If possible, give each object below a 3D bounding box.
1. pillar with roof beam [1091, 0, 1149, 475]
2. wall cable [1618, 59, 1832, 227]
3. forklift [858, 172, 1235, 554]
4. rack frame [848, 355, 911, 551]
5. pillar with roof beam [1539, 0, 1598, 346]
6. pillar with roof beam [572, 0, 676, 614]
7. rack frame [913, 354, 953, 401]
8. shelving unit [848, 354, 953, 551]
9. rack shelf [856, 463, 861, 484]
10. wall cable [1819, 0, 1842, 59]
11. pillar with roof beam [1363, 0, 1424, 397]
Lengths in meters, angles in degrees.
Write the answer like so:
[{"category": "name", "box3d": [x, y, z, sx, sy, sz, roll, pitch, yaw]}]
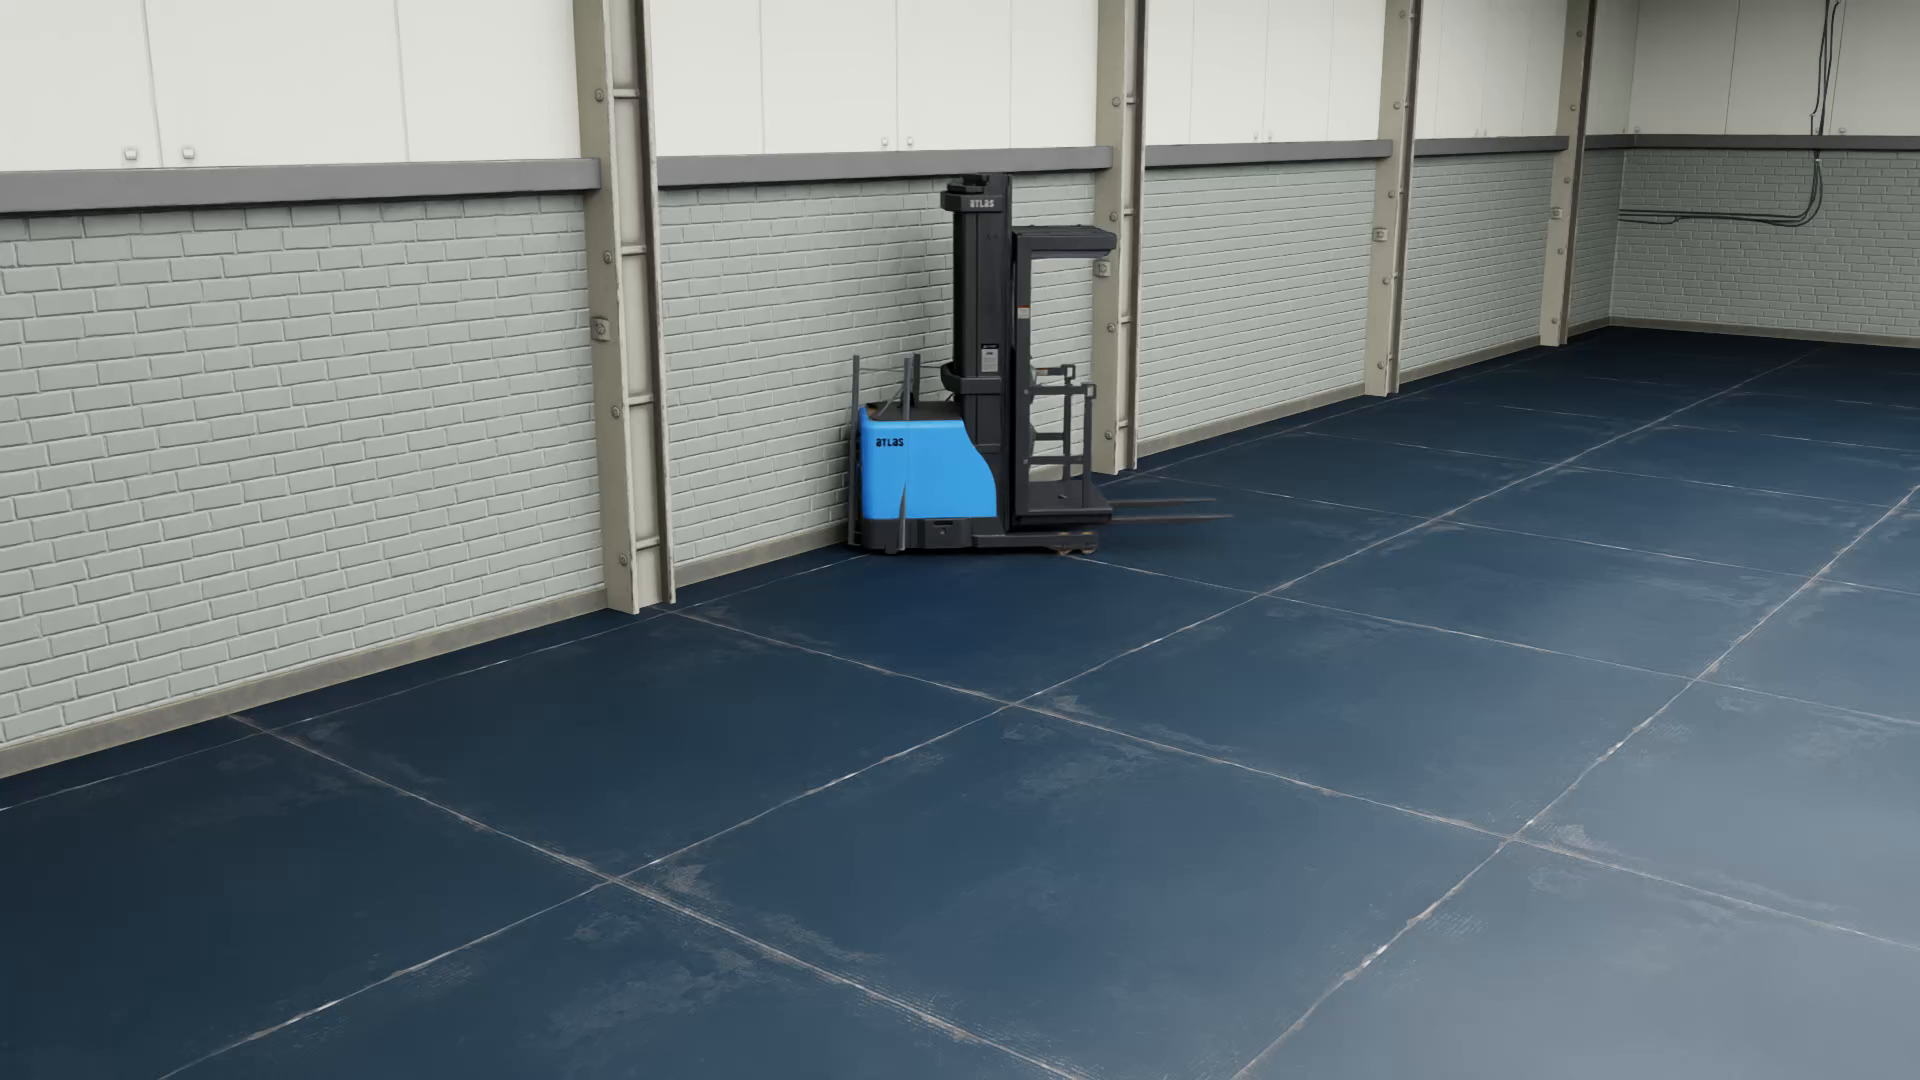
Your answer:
[{"category": "pillar with roof beam", "box3d": [4.851, -4.387, 12.616, 9.100, 9.000, 0.400, 11, 18, 38]}, {"category": "wall cable", "box3d": [11.924, -6.206, 26.083, 3.097, 2.526, 0.112, 11, 18, 38]}, {"category": "forklift", "box3d": [0.687, -1.440, 13.339, 3.031, 2.935, 1.130, -1, 14, -5]}, {"category": "rack frame", "box3d": [-0.635, -0.684, 13.043, 0.500, 1.500, 0.032, 6, 9, 26]}, {"category": "pillar with roof beam", "box3d": [12.393, -6.685, 21.662, 9.100, 9.000, 0.400, 11, 18, 38]}, {"category": "pillar with roof beam", "box3d": [1.080, -3.238, 8.093, 9.100, 9.000, 0.400, 11, 18, 38]}, {"category": "rack frame", "box3d": [-0.181, -0.795, 13.946, 0.500, 1.500, 0.032, 6, 9, 26]}, {"category": "shelving unit", "box3d": [-0.408, -0.740, 13.494, 0.538, 1.500, 1.048, 6, 9, 26]}, {"category": "rack shelf", "box3d": [-0.415, -0.562, 13.520, 0.538, 0.185, 1.000, 6, 9, 26]}, {"category": "wall cable", "box3d": [14.029, -8.235, 23.813, 3.097, 2.526, 0.112, 11, 18, 38]}, {"category": "pillar with roof beam", "box3d": [8.622, -5.536, 17.139, 9.100, 9.000, 0.400, 11, 18, 38]}]
